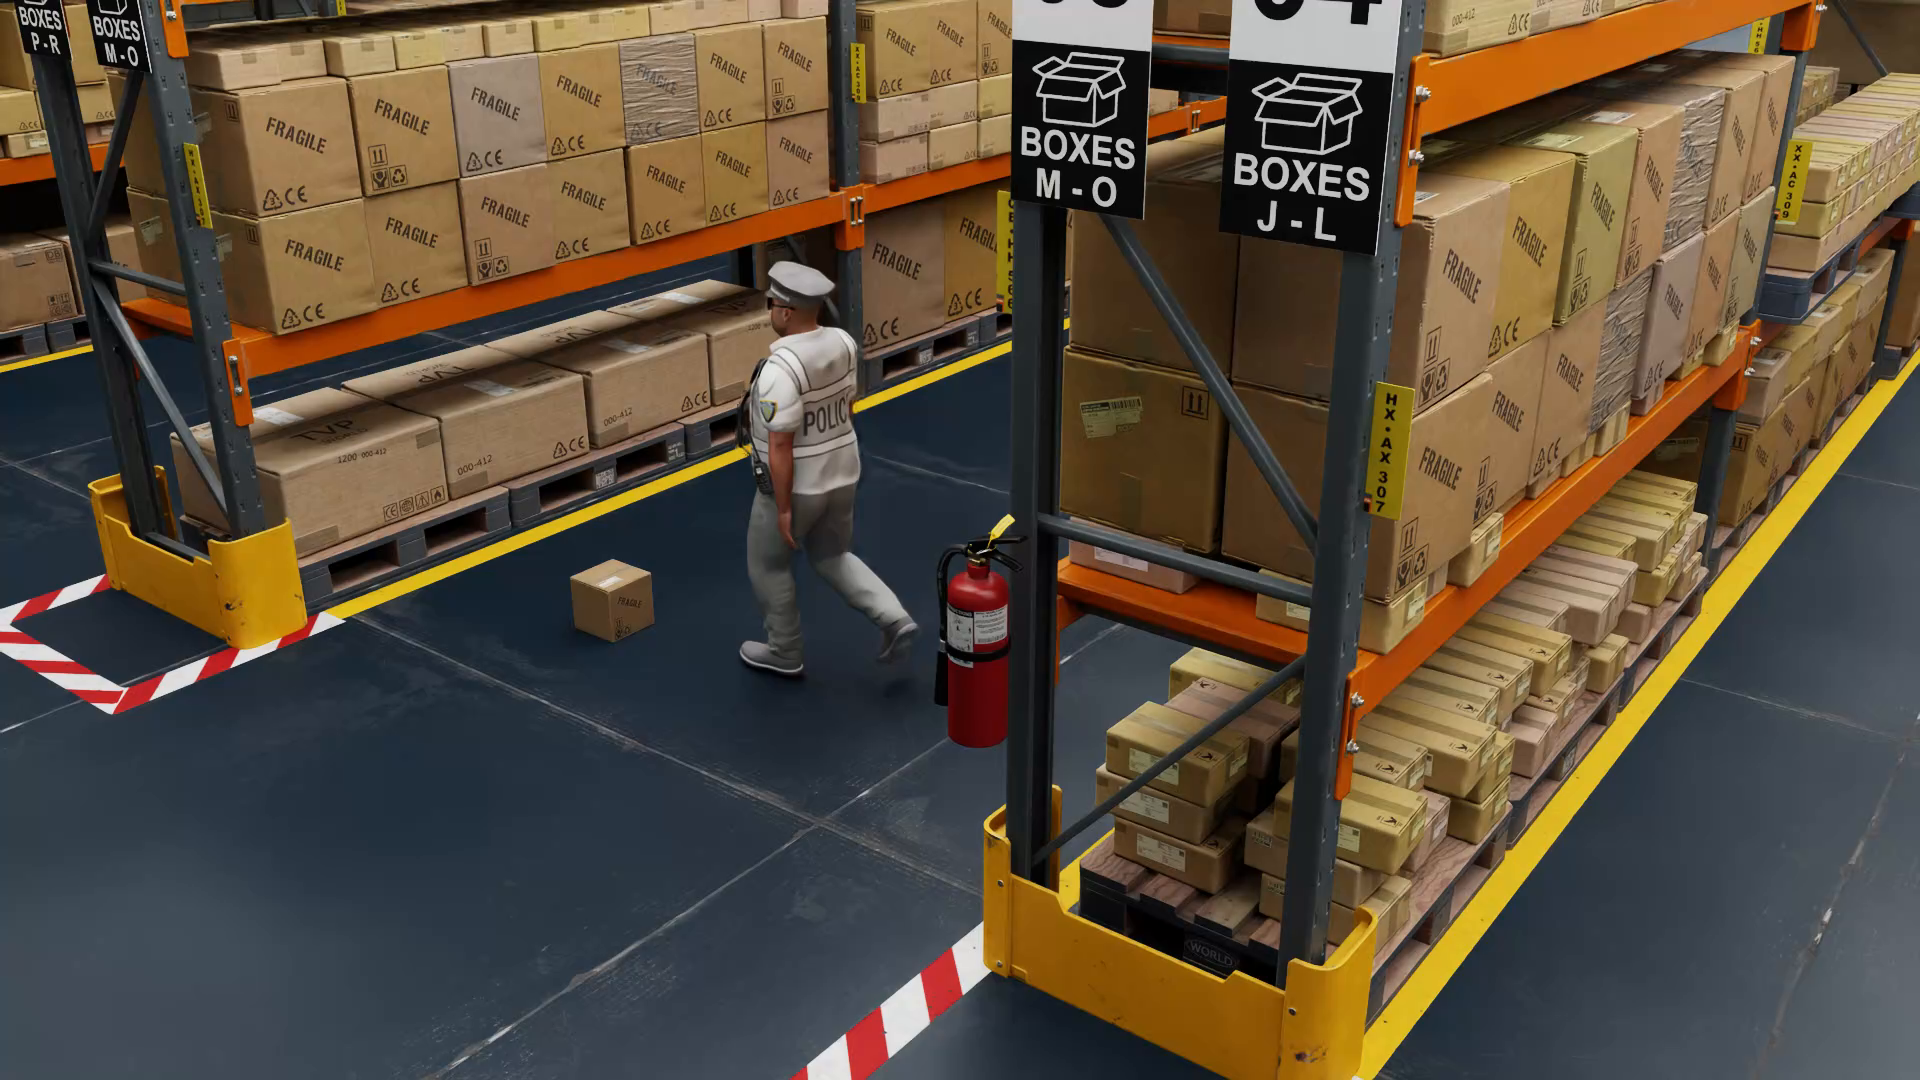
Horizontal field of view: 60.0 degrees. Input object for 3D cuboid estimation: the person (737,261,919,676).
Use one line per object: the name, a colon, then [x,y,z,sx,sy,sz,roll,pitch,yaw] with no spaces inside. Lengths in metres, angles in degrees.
person: [-0.573,-0.235,6.596,0.805,1.740,0.538,17,28,33]
